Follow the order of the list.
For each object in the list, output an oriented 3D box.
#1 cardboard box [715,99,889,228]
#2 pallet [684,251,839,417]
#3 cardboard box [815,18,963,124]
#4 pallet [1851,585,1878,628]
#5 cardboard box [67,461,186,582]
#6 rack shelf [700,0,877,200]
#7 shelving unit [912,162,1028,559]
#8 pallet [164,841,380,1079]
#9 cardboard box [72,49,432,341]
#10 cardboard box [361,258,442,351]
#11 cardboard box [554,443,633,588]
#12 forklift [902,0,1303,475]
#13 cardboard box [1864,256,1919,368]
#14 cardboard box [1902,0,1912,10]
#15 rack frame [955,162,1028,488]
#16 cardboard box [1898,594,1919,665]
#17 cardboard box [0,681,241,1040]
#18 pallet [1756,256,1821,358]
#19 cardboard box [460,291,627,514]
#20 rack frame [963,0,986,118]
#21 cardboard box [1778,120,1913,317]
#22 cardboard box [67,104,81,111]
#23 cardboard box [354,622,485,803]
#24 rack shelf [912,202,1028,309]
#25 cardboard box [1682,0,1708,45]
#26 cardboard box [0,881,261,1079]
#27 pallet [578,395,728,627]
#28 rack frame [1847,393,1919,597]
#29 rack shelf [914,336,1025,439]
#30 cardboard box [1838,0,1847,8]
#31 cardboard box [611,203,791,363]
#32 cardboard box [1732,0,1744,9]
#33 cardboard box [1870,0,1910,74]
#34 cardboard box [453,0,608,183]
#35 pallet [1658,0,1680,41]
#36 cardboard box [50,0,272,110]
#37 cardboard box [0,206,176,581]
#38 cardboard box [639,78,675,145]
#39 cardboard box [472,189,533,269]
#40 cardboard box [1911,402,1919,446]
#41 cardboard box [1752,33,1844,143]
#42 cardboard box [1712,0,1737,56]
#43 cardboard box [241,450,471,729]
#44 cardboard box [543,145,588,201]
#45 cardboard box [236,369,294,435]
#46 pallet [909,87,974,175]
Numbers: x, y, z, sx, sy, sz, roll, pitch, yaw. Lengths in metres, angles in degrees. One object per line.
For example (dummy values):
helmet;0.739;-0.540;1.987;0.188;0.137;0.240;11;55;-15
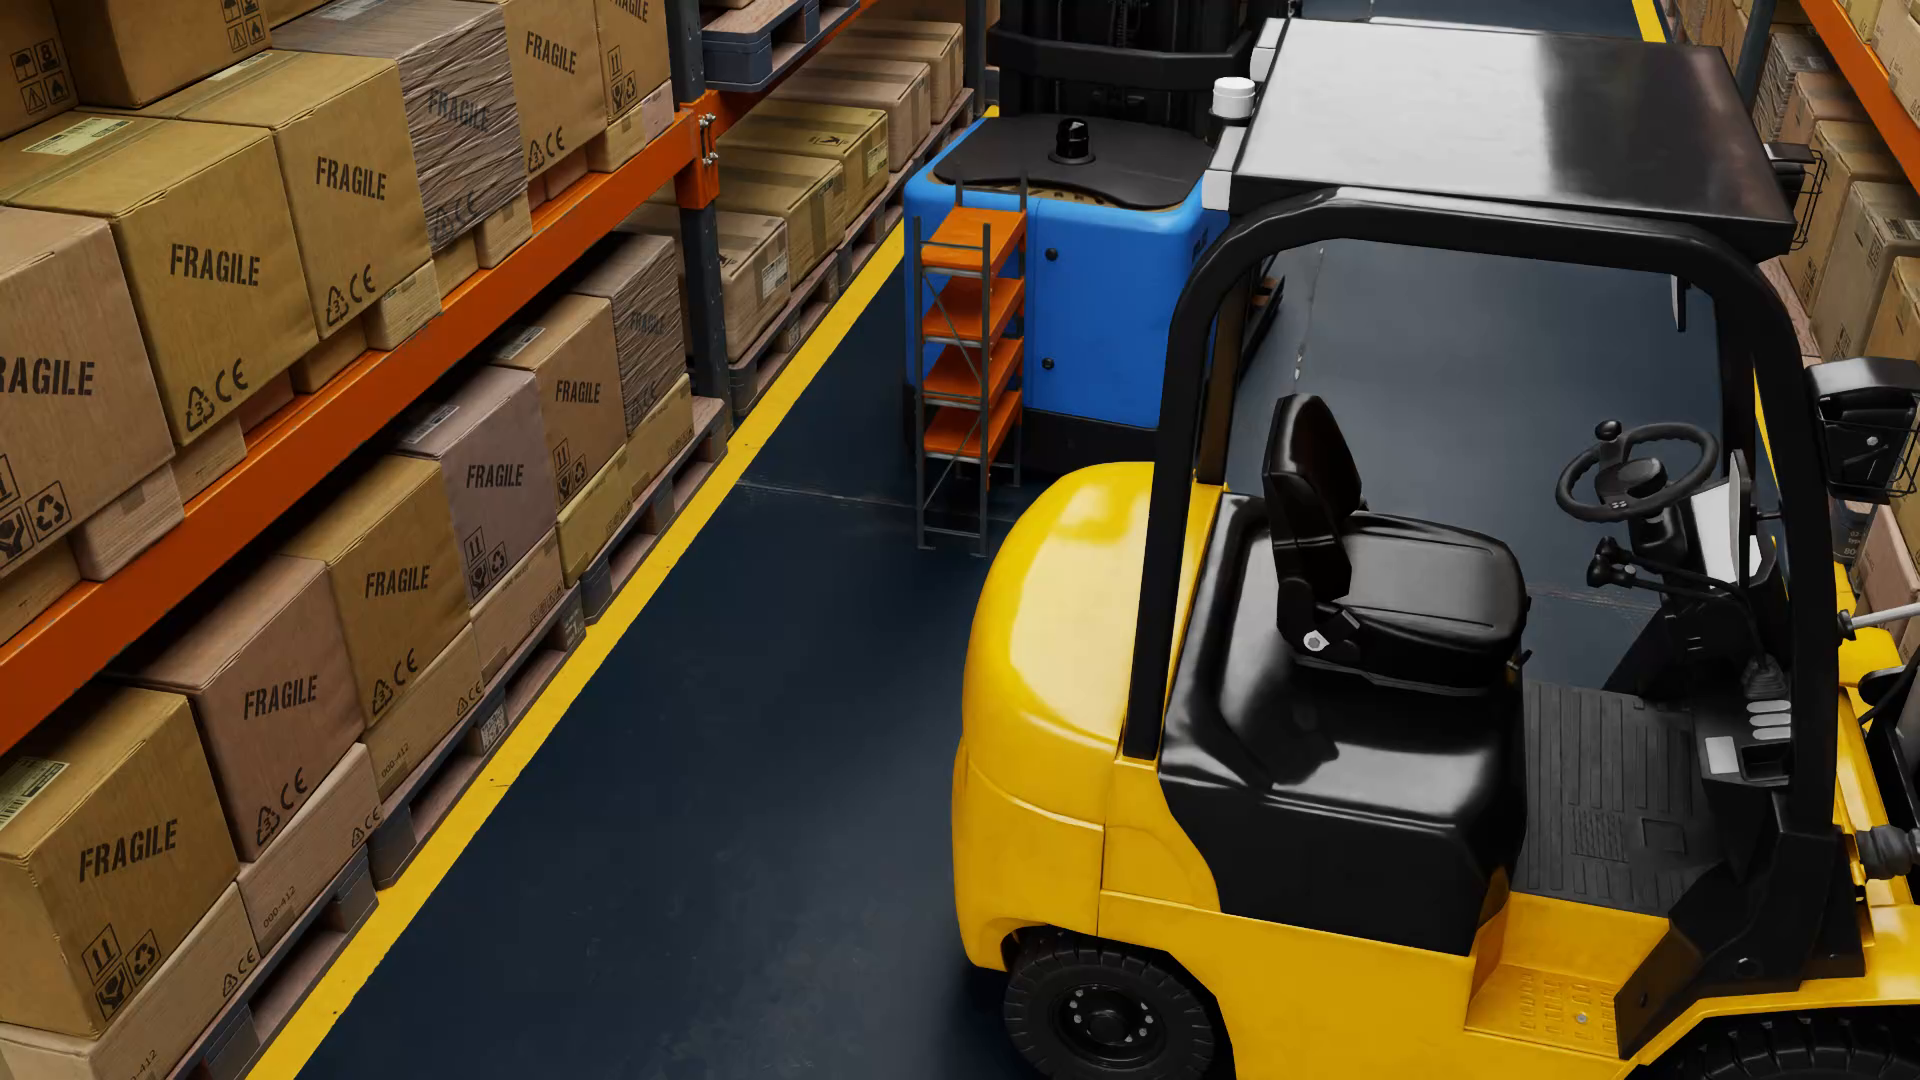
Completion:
cardboard box;-0.883;-1.793;7.833;0.950;0.372;0.625;9;34;14
pallet;-1.171;-0.946;7.041;1.003;0.211;1.213;8;33;12
cardboard box;-0.506;-2.570;9.055;0.950;0.372;0.625;6;33;9
pallet;3.192;0.539;4.705;1.003;0.211;1.213;8;33;12
cardboard box;-1.791;-0.069;3.298;0.380;0.149;0.250;9;33;13
rack shelf;-0.860;-2.452;7.482;1.077;0.370;4.000;8;33;12
shelving unit;0.038;-0.589;5.558;0.258;1.200;0.503;8;33;13
pallet;-2.123;1.078;3.857;1.003;0.211;1.213;8;33;12
cardboard box;-1.617;-0.817;3.869;0.500;0.500;0.500;7;33;11
cardboard box;-1.533;-0.609;4.146;0.380;0.149;0.250;8;33;13
cardboard box;-1.383;-0.114;5.305;0.500;0.250;0.500;7;33;11
forklift;0.782;-2.196;6.472;1.130;2.935;3.031;11;34;17
cardboard box;3.556;-0.492;5.549;0.875;0.625;0.625;9;34;15
cardboard box;3.571;-2.014;5.796;0.500;0.250;0.500;9;33;13
rack frame;0.102;-0.715;5.757;0.240;1.200;0.015;8;33;13
cardboard box;2.878;0.410;4.480;0.500;0.250;0.500;7;33;11
cardboard box;-1.905;0.631;3.434;0.500;0.500;0.500;7;33;11
pallet;3.891;-0.890;6.954;1.003;0.211;1.213;8;33;12
cardboard box;-1.386;-0.444;5.125;0.500;0.500;0.500;9;33;13
rack frame;-0.353;-3.794;8.922;1.000;3.000;0.127;8;33;12
cardboard box;3.949;-1.284;6.795;0.875;0.625;0.625;7;33;10
cardboard box;-2.103;-0.908;4.012;0.500;0.500;0.500;8;33;13
cardboard box;-1.647;0.411;4.479;0.500;0.250;0.500;10;34;16
rack shelf;0.039;-0.921;5.347;0.258;0.148;0.480;8;33;13
cardboard box;4.730;-3.293;10.073;0.500;0.500;0.500;7;33;11
cardboard box;-1.911;0.960;3.616;0.500;0.250;0.500;8;33;12
pallet;-1.504;-0.188;5.849;1.003;0.211;1.213;8;33;12
rack frame;3.435;-1.044;4.597;1.000;3.000;0.127;8;33;12
rack shelf;0.038;-0.532;5.594;0.258;0.148;0.480;8;33;13
cardboard box;3.844;-2.331;6.761;0.500;0.250;0.500;7;33;11
cardboard box;-1.237;-1.059;6.678;0.950;0.372;0.625;8;33;13
cardboard box;4.369;-2.953;8.933;0.380;0.149;0.250;6;33;10
cardboard box;3.587;-1.793;5.915;0.500;0.250;0.500;8;33;13
cardboard box;-1.364;-1.353;4.712;0.500;0.500;0.500;9;34;14
pallet;5.295;-3.592;11.203;1.003;0.211;1.213;8;33;12
cardboard box;-2.038;-1.307;3.708;0.700;0.500;0.500;8;33;12
cardboard box;-1.866;-0.287;3.036;0.500;0.500;0.500;9;34;14
cardboard box;-1.154;-1.404;5.396;0.380;0.149;0.250;8;33;12
cardboard box;-1.409;-0.876;4.566;0.380;0.149;0.250;8;33;12
cardboard box;3.008;-0.275;4.626;0.500;0.250;0.500;8;33;12
cardboard box;4.278;-1.973;7.880;0.875;0.625;0.625;9;34;14
cardboard box;4.486;-2.749;9.217;0.500;0.500;0.500;8;33;12
cardboard box;-1.641;0.100;4.270;0.500;0.500;0.500;9;33;13
cardboard box;-1.353;-1.149;4.995;0.380;0.149;0.250;8;33;13
cardboard box;-1.749;-0.354;3.745;0.380;0.149;0.250;9;34;14
pallet;-0.552;-2.212;9.032;1.003;0.211;1.213;8;33;12
